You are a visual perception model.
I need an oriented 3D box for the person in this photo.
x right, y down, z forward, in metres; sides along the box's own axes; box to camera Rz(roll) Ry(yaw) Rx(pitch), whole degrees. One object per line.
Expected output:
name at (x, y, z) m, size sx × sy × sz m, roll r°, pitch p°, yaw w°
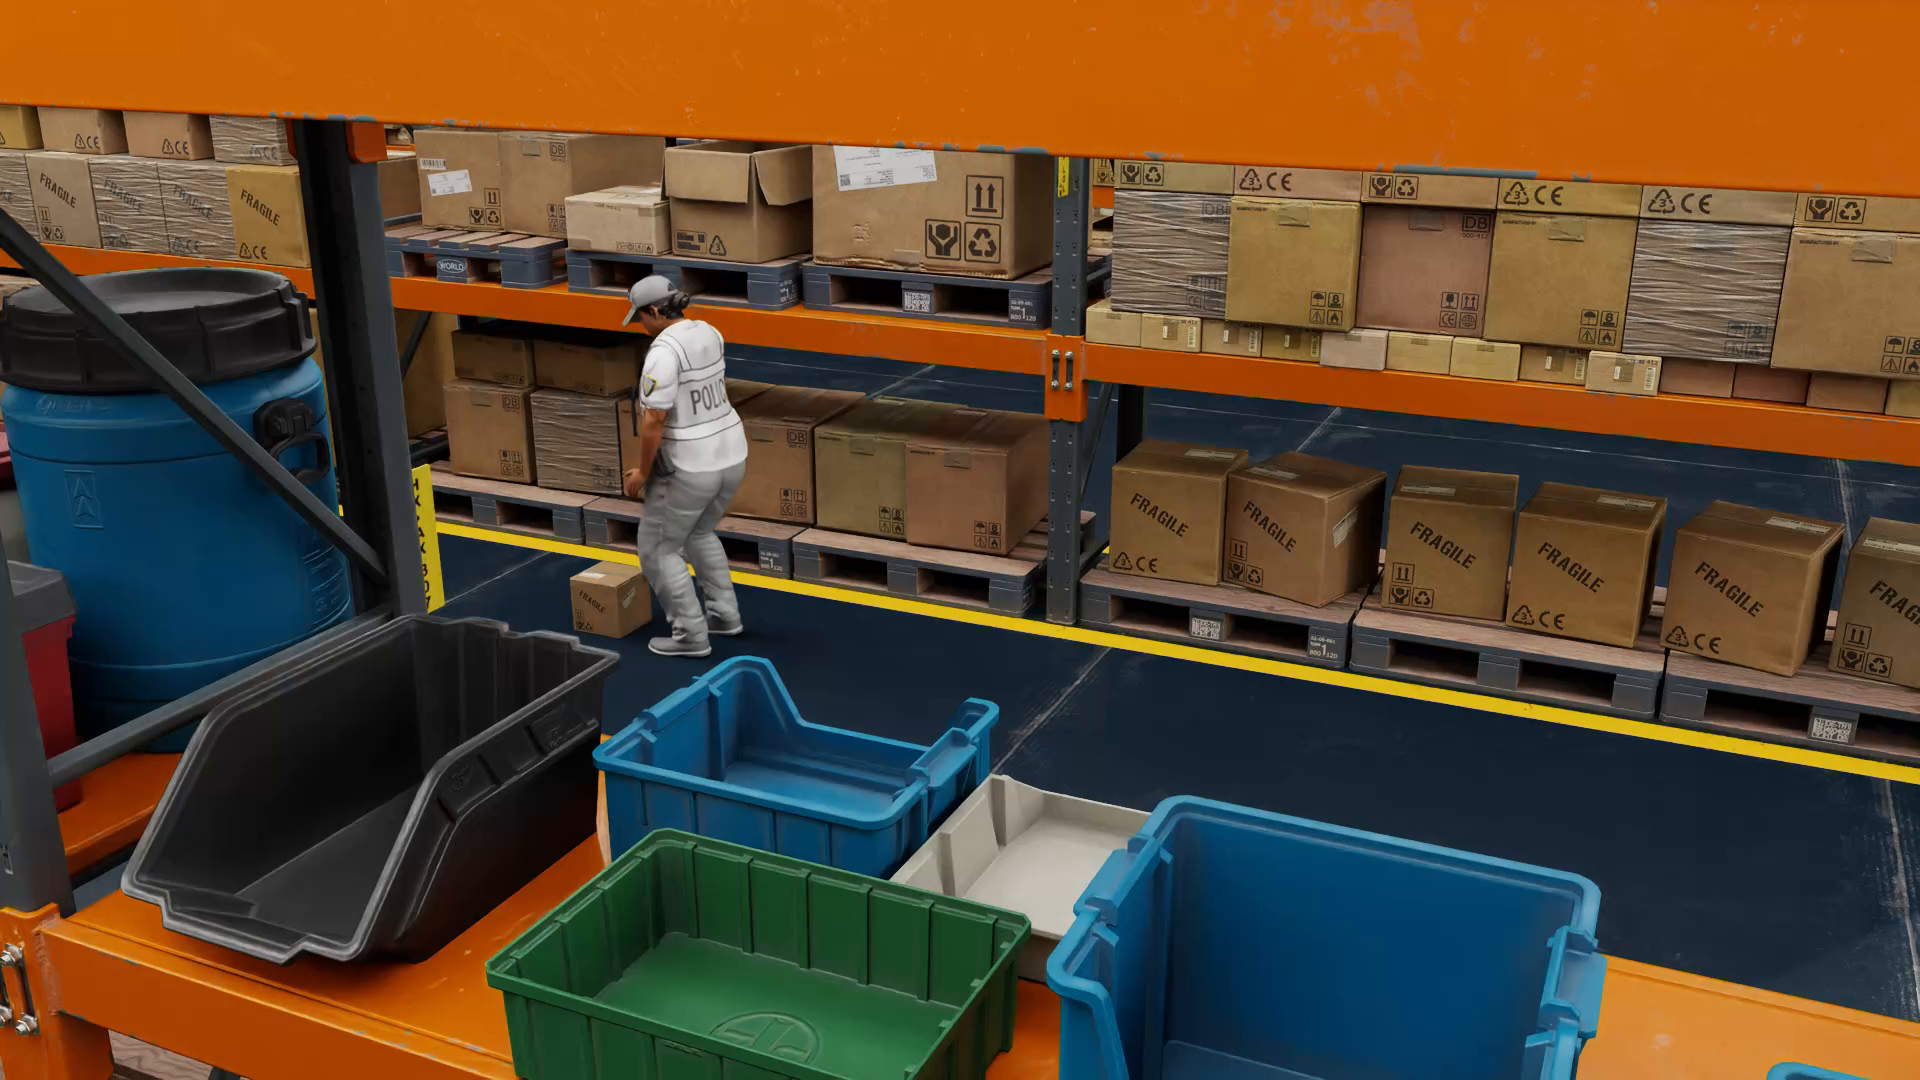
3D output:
person at (-1.197, -0.228, 7.055) m, size 0.671 × 1.457 × 0.530 m, roll 9°, pitch 21°, yaw 23°
